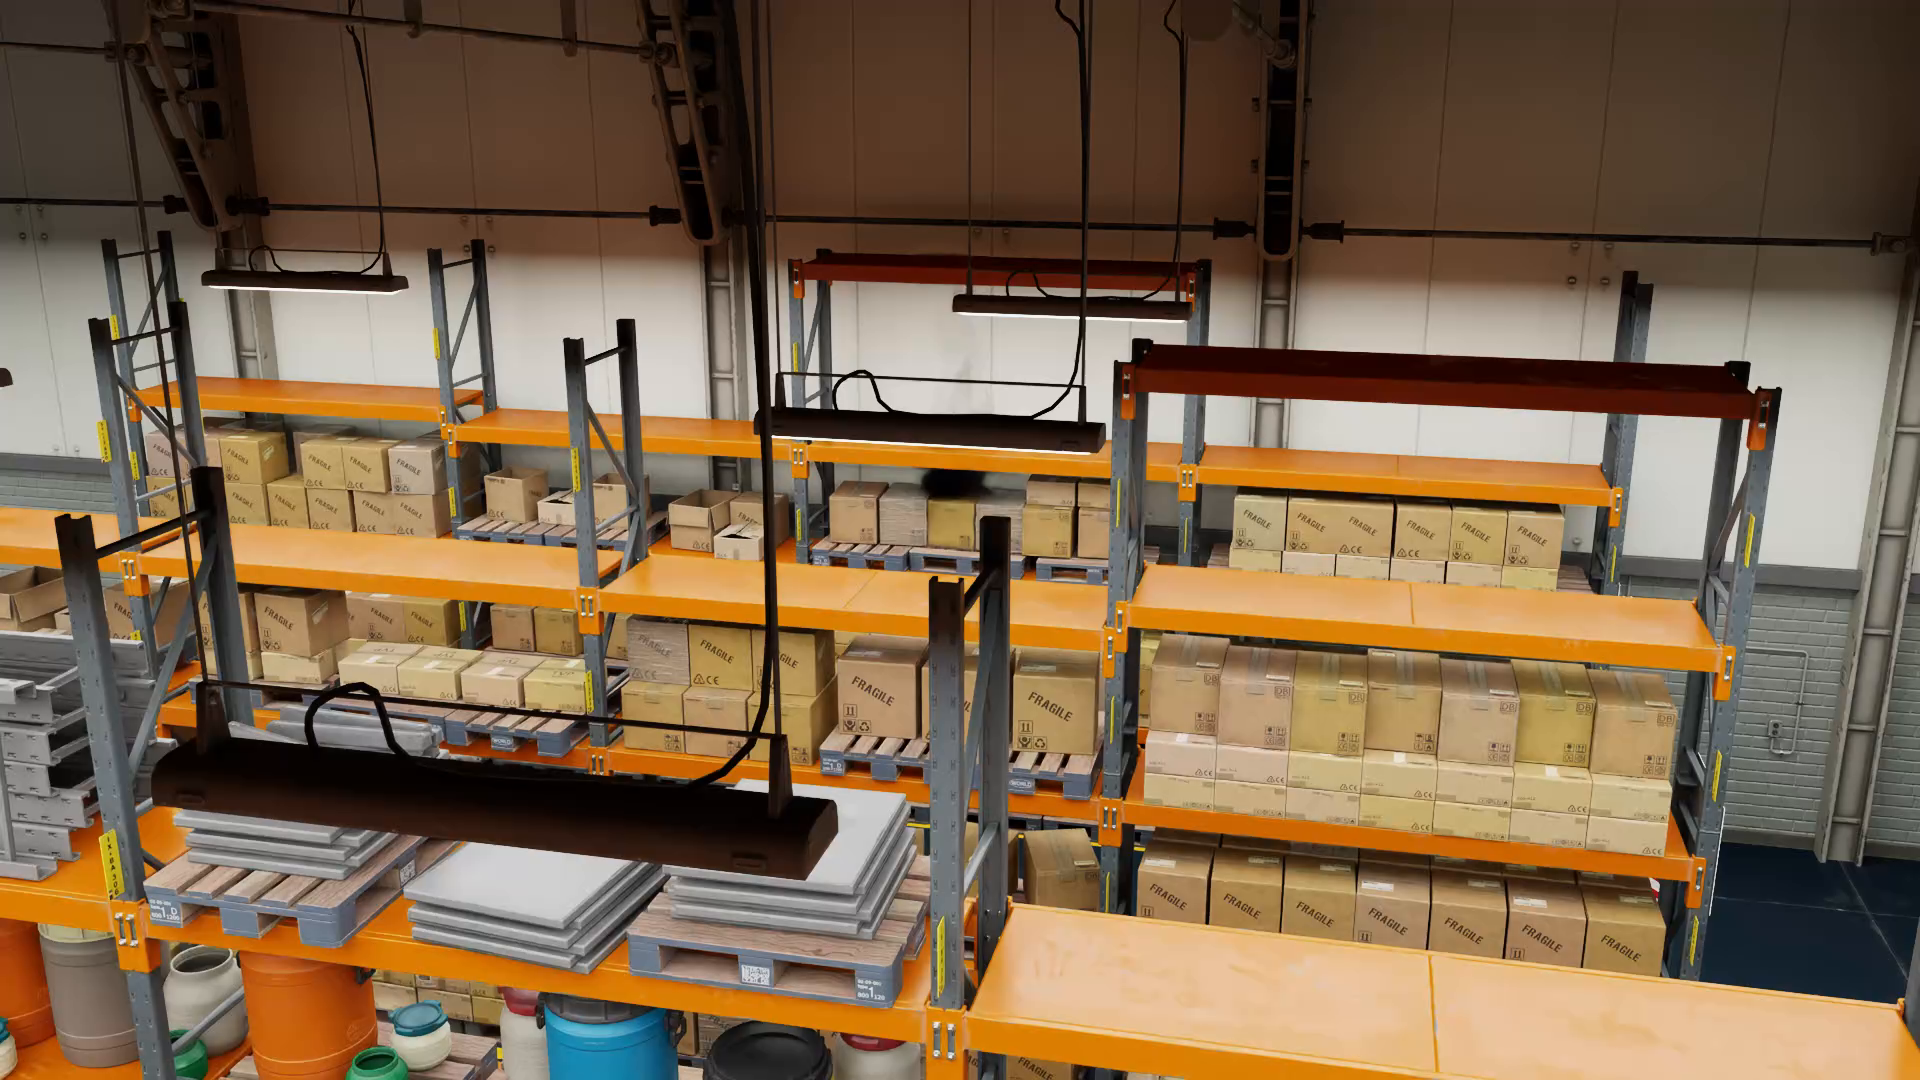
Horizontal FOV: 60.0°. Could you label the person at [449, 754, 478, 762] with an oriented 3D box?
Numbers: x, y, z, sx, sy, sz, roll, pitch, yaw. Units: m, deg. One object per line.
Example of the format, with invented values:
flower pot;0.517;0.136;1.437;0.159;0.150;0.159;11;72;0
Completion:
person;-4.671;2.783;16.021;0.575;1.631;0.614;2;16;6
